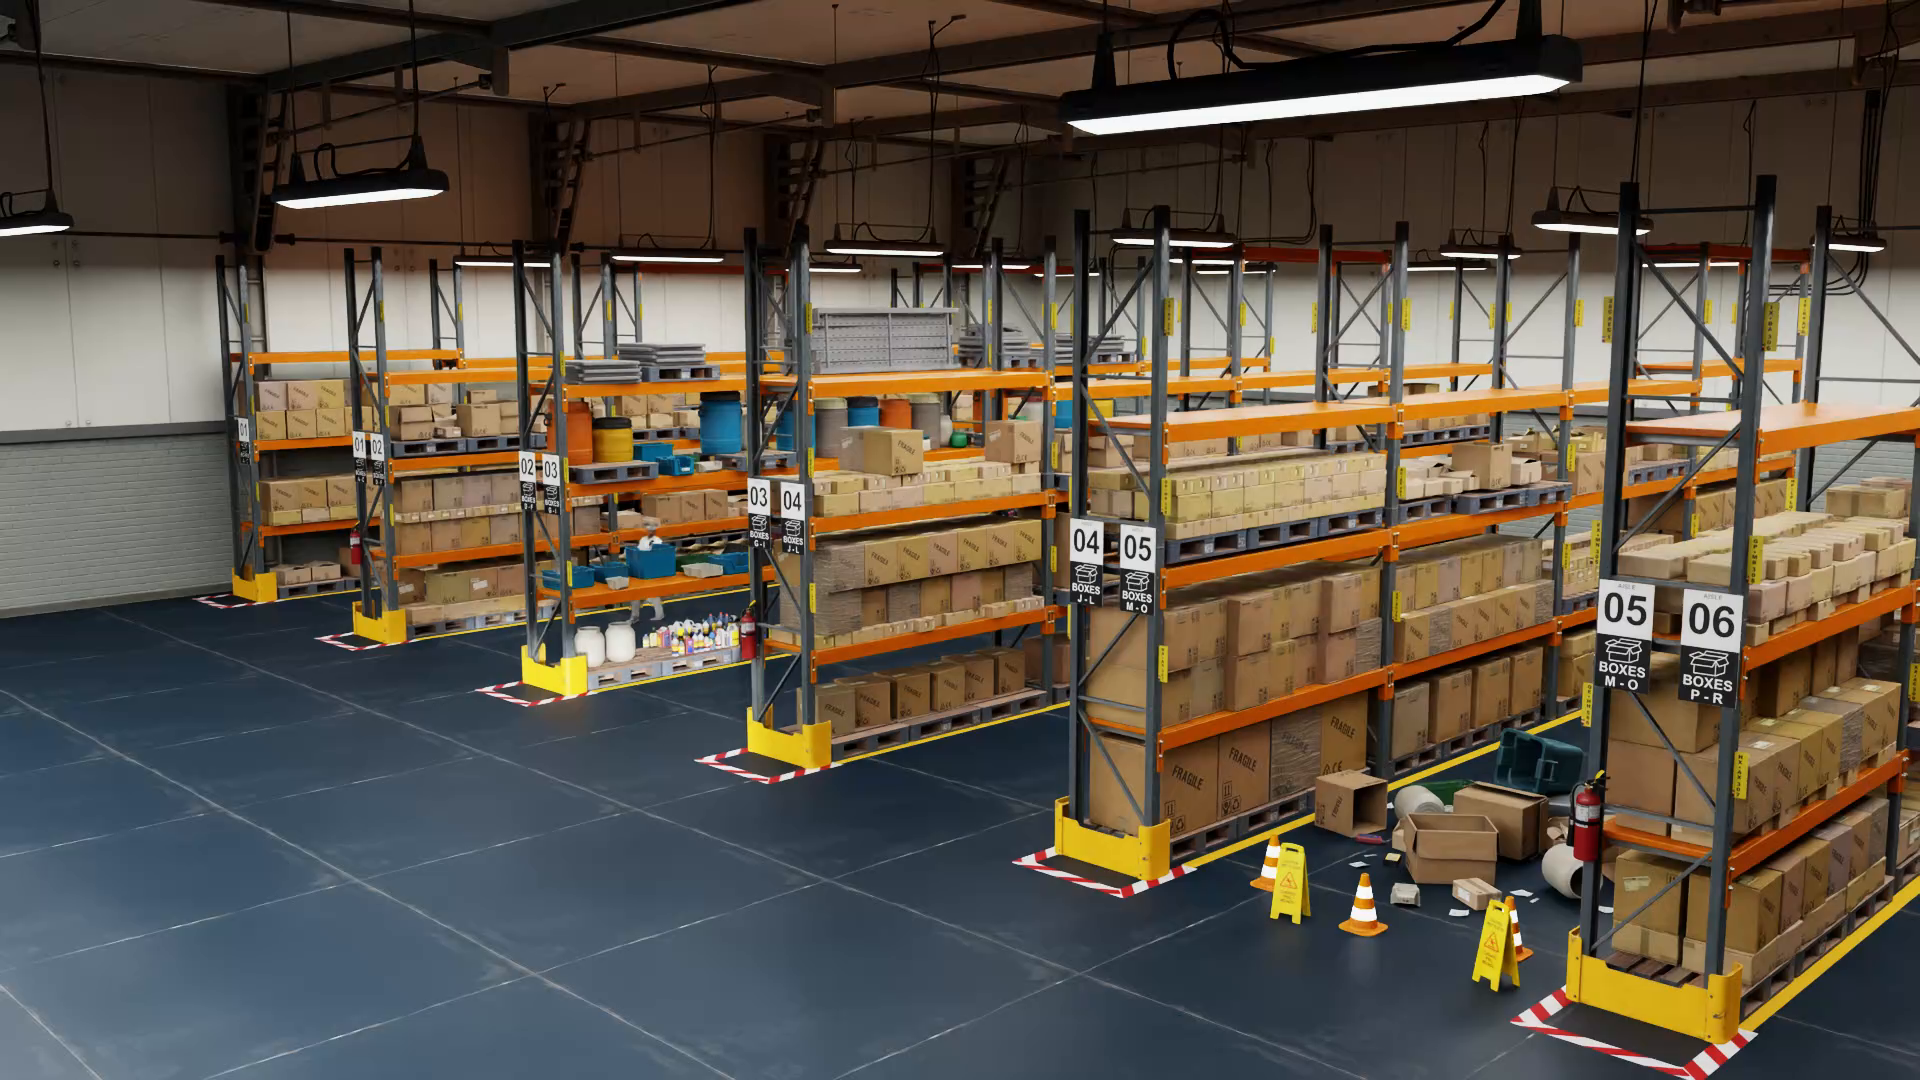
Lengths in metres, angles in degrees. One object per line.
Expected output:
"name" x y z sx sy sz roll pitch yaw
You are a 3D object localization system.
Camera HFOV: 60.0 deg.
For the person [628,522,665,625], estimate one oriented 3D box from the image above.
"person" -5.123 0.543 27.021 0.473 1.665 0.707 3 9 19
